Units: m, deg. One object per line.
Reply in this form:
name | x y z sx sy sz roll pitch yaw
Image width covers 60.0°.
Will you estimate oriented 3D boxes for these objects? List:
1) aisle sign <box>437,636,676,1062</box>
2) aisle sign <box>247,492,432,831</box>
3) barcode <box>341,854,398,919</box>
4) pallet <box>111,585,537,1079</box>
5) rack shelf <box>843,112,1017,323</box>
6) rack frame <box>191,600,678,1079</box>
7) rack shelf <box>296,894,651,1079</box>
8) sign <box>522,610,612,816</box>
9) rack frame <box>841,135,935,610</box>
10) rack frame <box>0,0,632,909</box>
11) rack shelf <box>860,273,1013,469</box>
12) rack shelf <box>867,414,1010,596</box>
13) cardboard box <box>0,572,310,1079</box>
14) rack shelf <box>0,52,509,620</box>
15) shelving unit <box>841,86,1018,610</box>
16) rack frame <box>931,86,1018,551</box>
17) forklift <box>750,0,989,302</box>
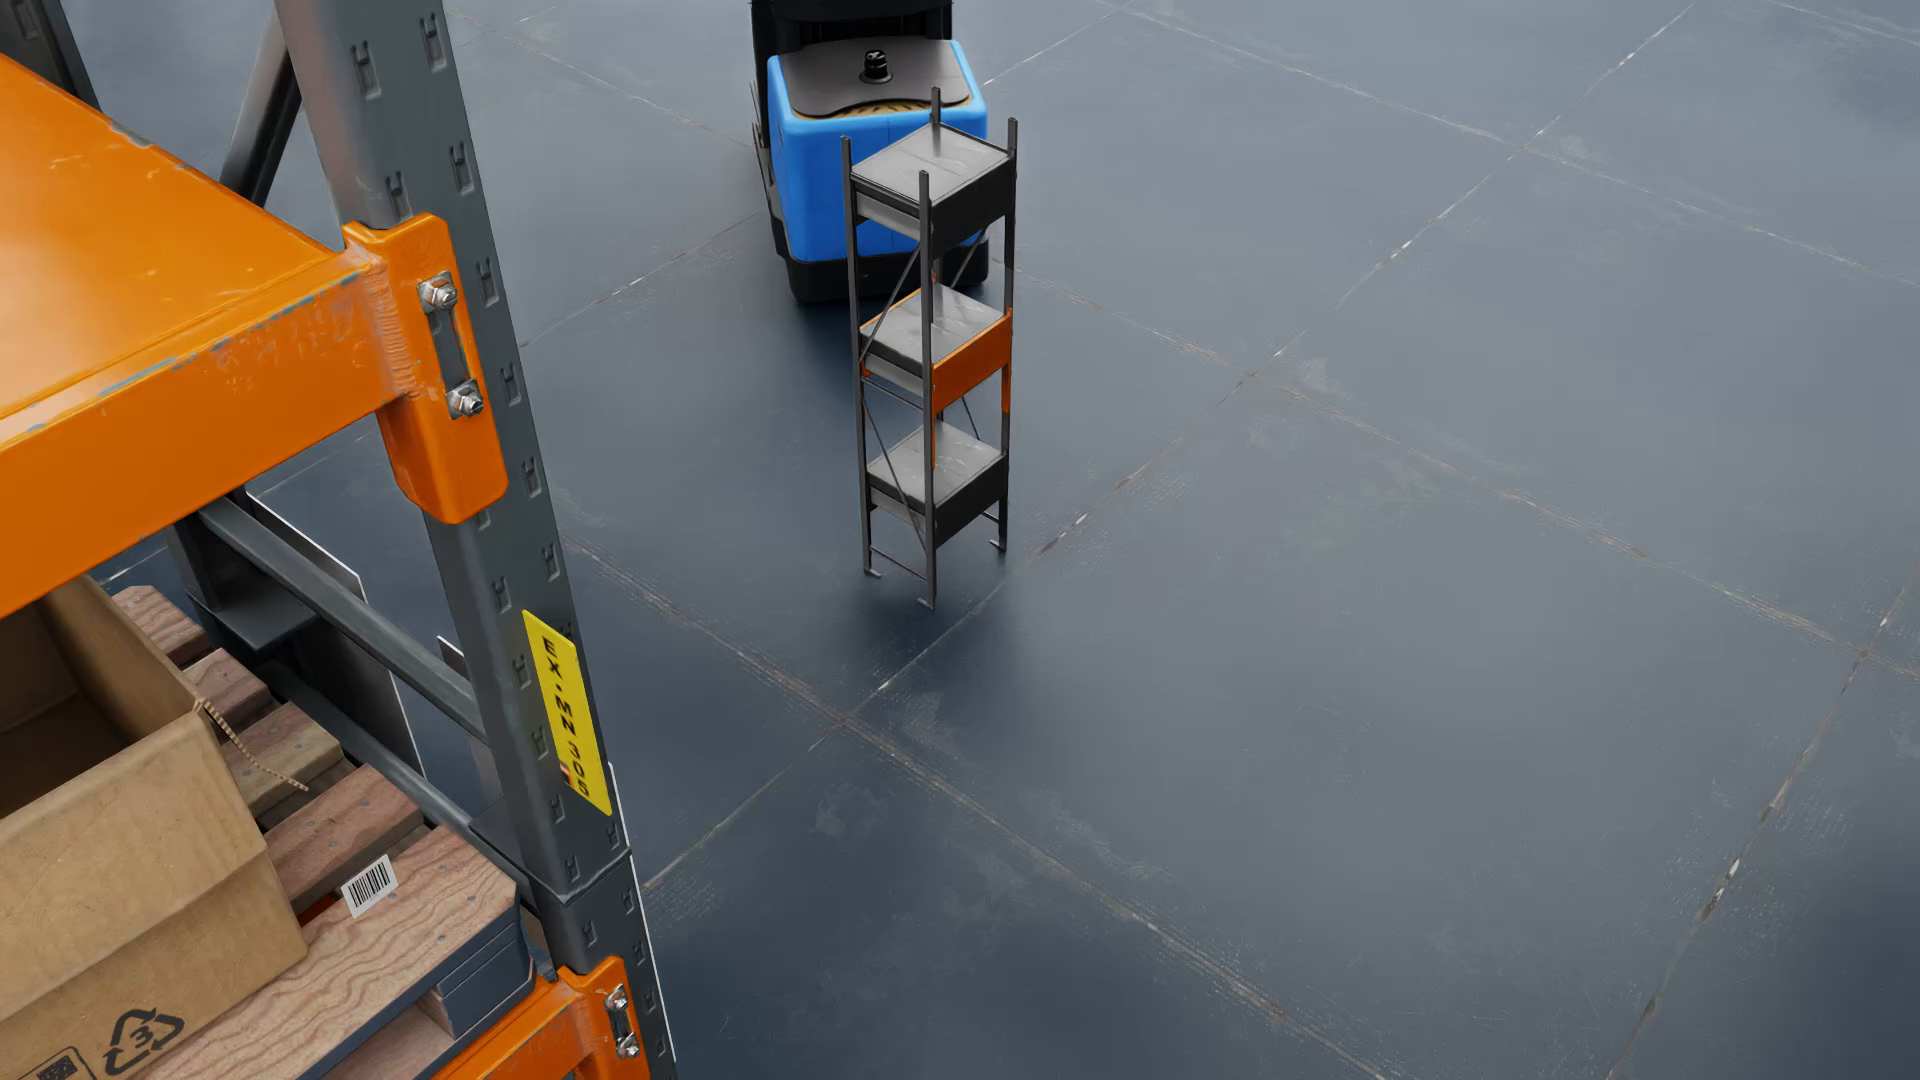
aisle sign | -0.641 0.523 2.695 0.394 0.787 0.004 29 50 28
aisle sign | -1.101 0.263 2.981 0.394 0.787 0.004 29 50 28
barcode | -0.733 0.431 2.068 0.001 0.075 0.075 29 50 28
pallet | -1.383 0.667 2.305 1.003 0.211 1.213 29 50 28
rack shelf | -0.107 -1.199 6.170 0.431 0.518 0.480 29 50 28
rack frame | -0.908 1.391 3.673 1.000 3.000 0.127 29 50 28
rack shelf | -2.196 1.577 1.773 1.077 0.370 4.000 29 50 28
sign | -0.502 0.225 2.126 0.100 0.325 0.005 29 50 28
rack frame | -0.264 -0.566 6.494 0.400 2.100 0.015 29 50 28
rack frame | -0.908 -0.828 1.654 1.000 3.000 0.127 29 50 28
rack shelf | -0.107 -0.682 6.641 0.431 0.518 0.480 29 50 28
rack shelf | -0.107 -0.164 7.112 0.431 0.518 0.480 29 50 28
cardboard box | -1.281 0.330 2.117 0.797 0.503 0.637 33 52 31
rack shelf | -2.196 0.616 0.898 1.077 0.370 4.000 29 50 28
shelving unit | -0.107 -0.692 6.632 0.431 2.100 0.503 29 50 28
rack frame | 0.050 -0.817 6.770 0.400 2.100 0.015 29 50 28
forklift | -0.633 -3.330 8.916 1.130 2.935 3.031 -7 43 -8
